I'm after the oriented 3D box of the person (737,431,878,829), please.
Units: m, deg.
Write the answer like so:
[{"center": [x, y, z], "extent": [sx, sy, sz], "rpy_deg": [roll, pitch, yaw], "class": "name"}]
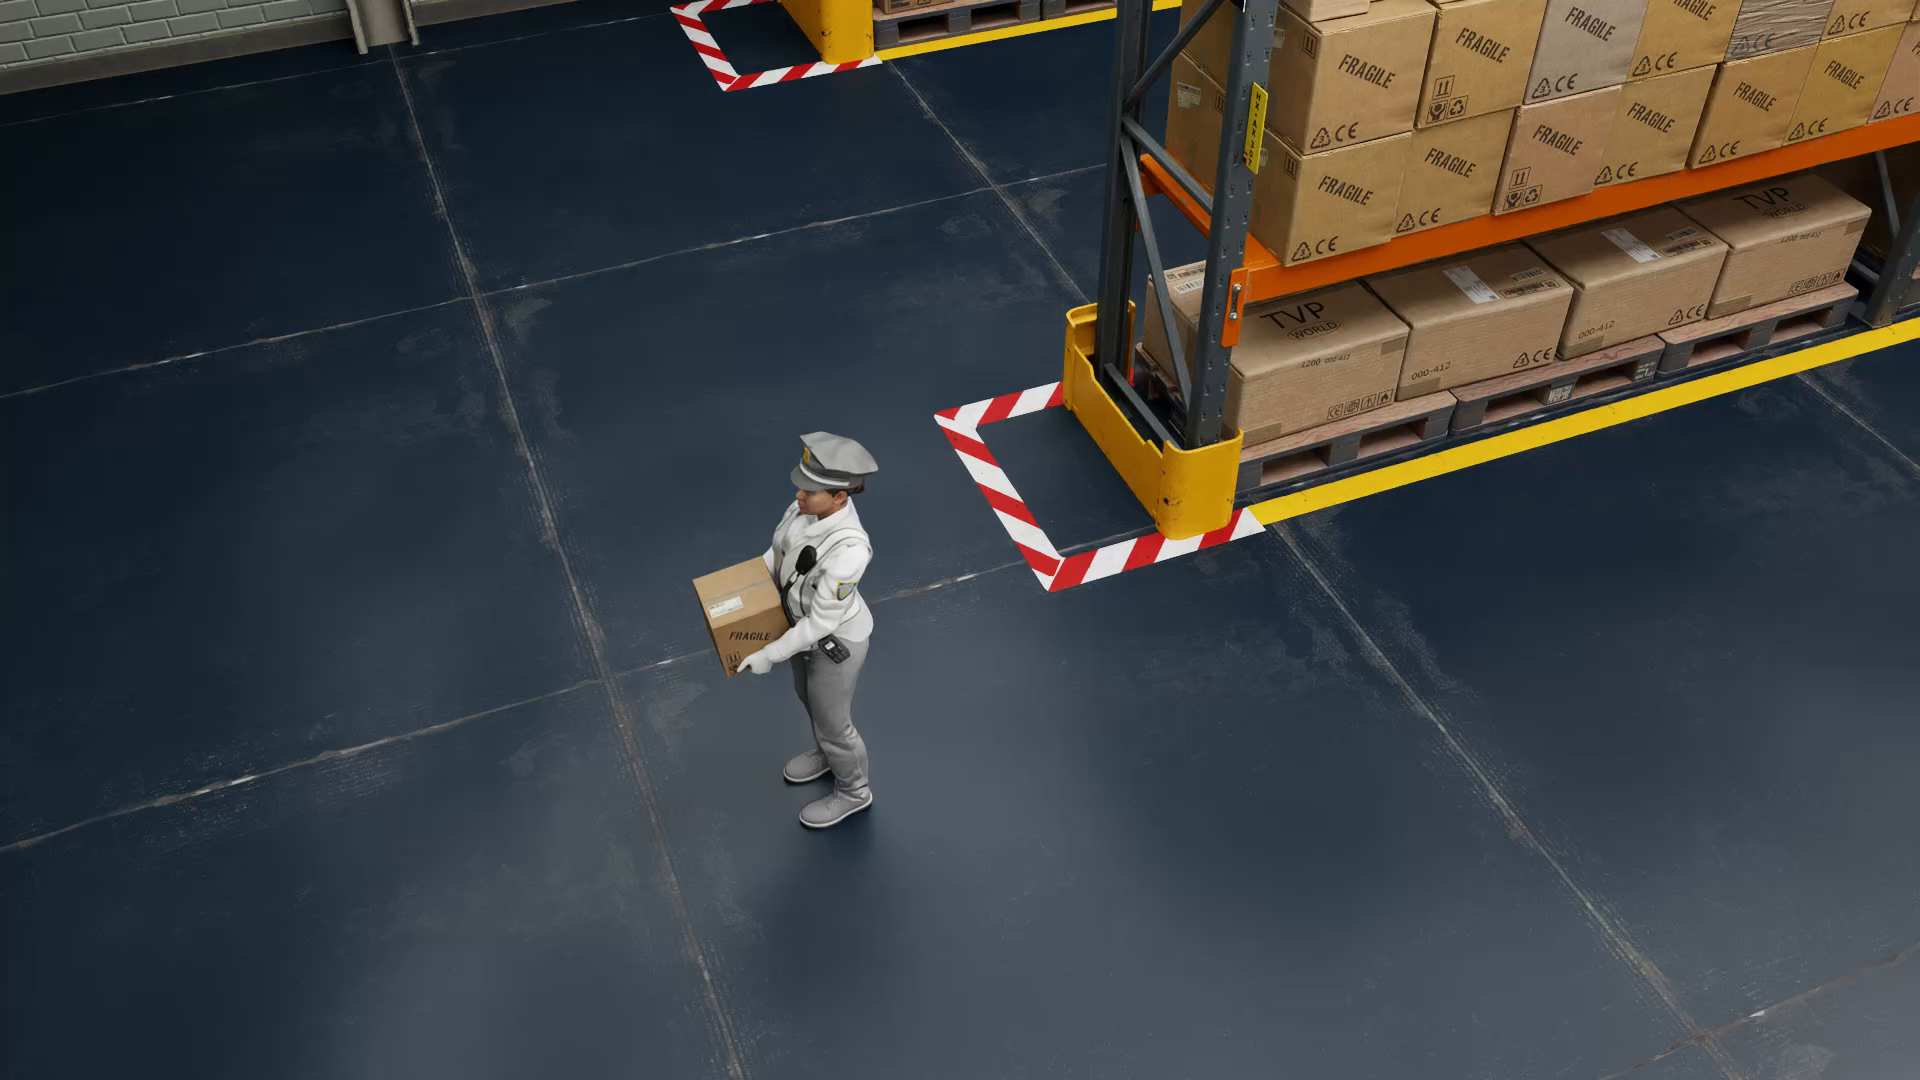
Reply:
[{"center": [-0.540, 0.332, 5.775], "extent": [0.549, 1.686, 0.459], "rpy_deg": [-15, 44, -16], "class": "person"}]
